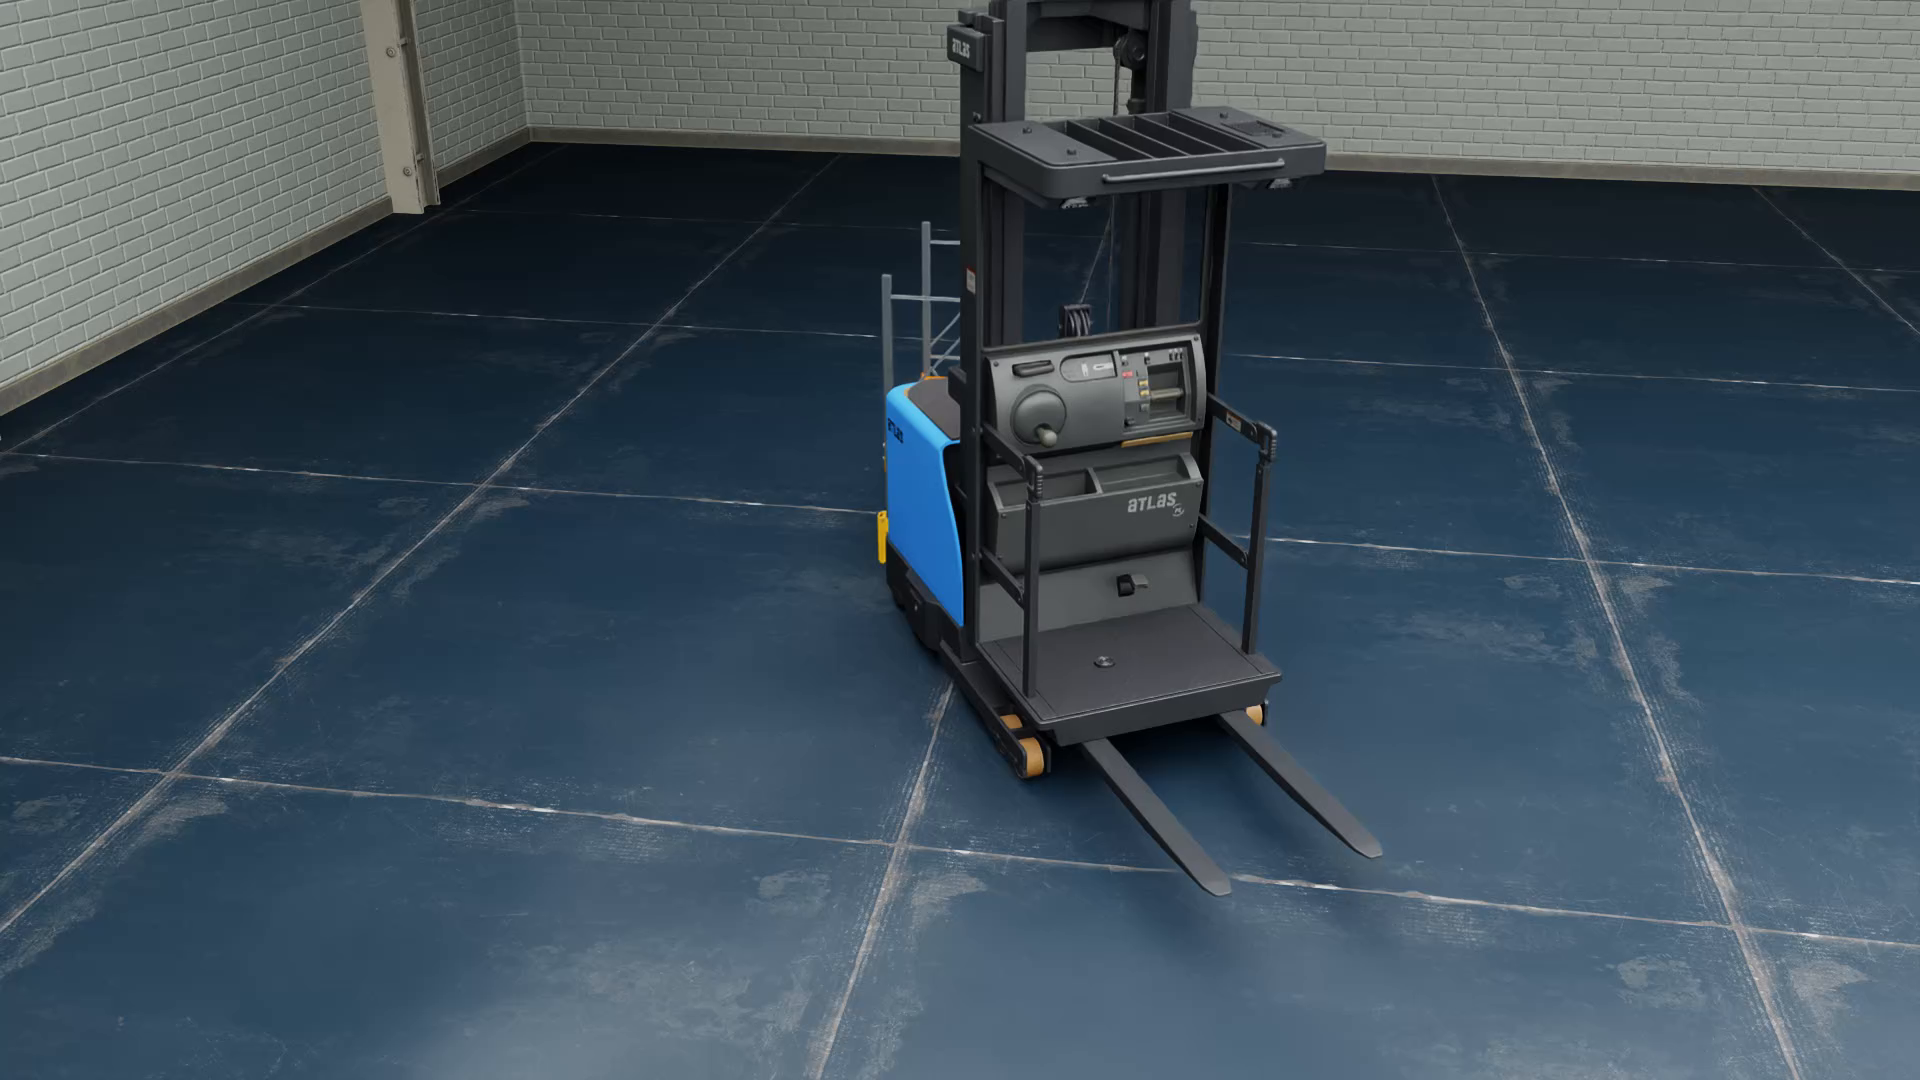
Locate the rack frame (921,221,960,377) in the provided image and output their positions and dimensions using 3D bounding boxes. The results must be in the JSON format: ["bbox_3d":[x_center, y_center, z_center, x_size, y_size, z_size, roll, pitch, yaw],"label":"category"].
[{"bbox_3d":[0.045,-0.988,9.092,0.500,1.500,0.032,4,25,9],"label":"rack frame"}]

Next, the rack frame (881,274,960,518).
[{"bbox_3d":[-0.124,-0.563,8.184,0.500,1.500,0.032,4,25,9],"label":"rack frame"}]

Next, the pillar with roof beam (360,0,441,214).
[{"bbox_3d":[-0.748,-6.825,12.715,9.100,9.000,0.400,4,25,9],"label":"pillar with roof beam"}]

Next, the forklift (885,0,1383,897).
[{"bbox_3d":[0.640,-0.567,6.503,1.130,2.935,3.031,-9,27,-19],"label":"forklift"}]

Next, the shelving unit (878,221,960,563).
[{"bbox_3d":[-0.041,-0.772,8.630,0.587,1.500,1.083,4,25,9],"label":"shelving unit"}]

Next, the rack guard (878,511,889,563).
[{"bbox_3d":[-0.124,0.003,8.450,0.587,0.250,0.087,4,25,9],"label":"rack guard"}]

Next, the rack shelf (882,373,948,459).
[{"bbox_3d":[-0.040,-0.613,8.714,0.538,0.185,1.000,4,25,9],"label":"rack shelf"}]
